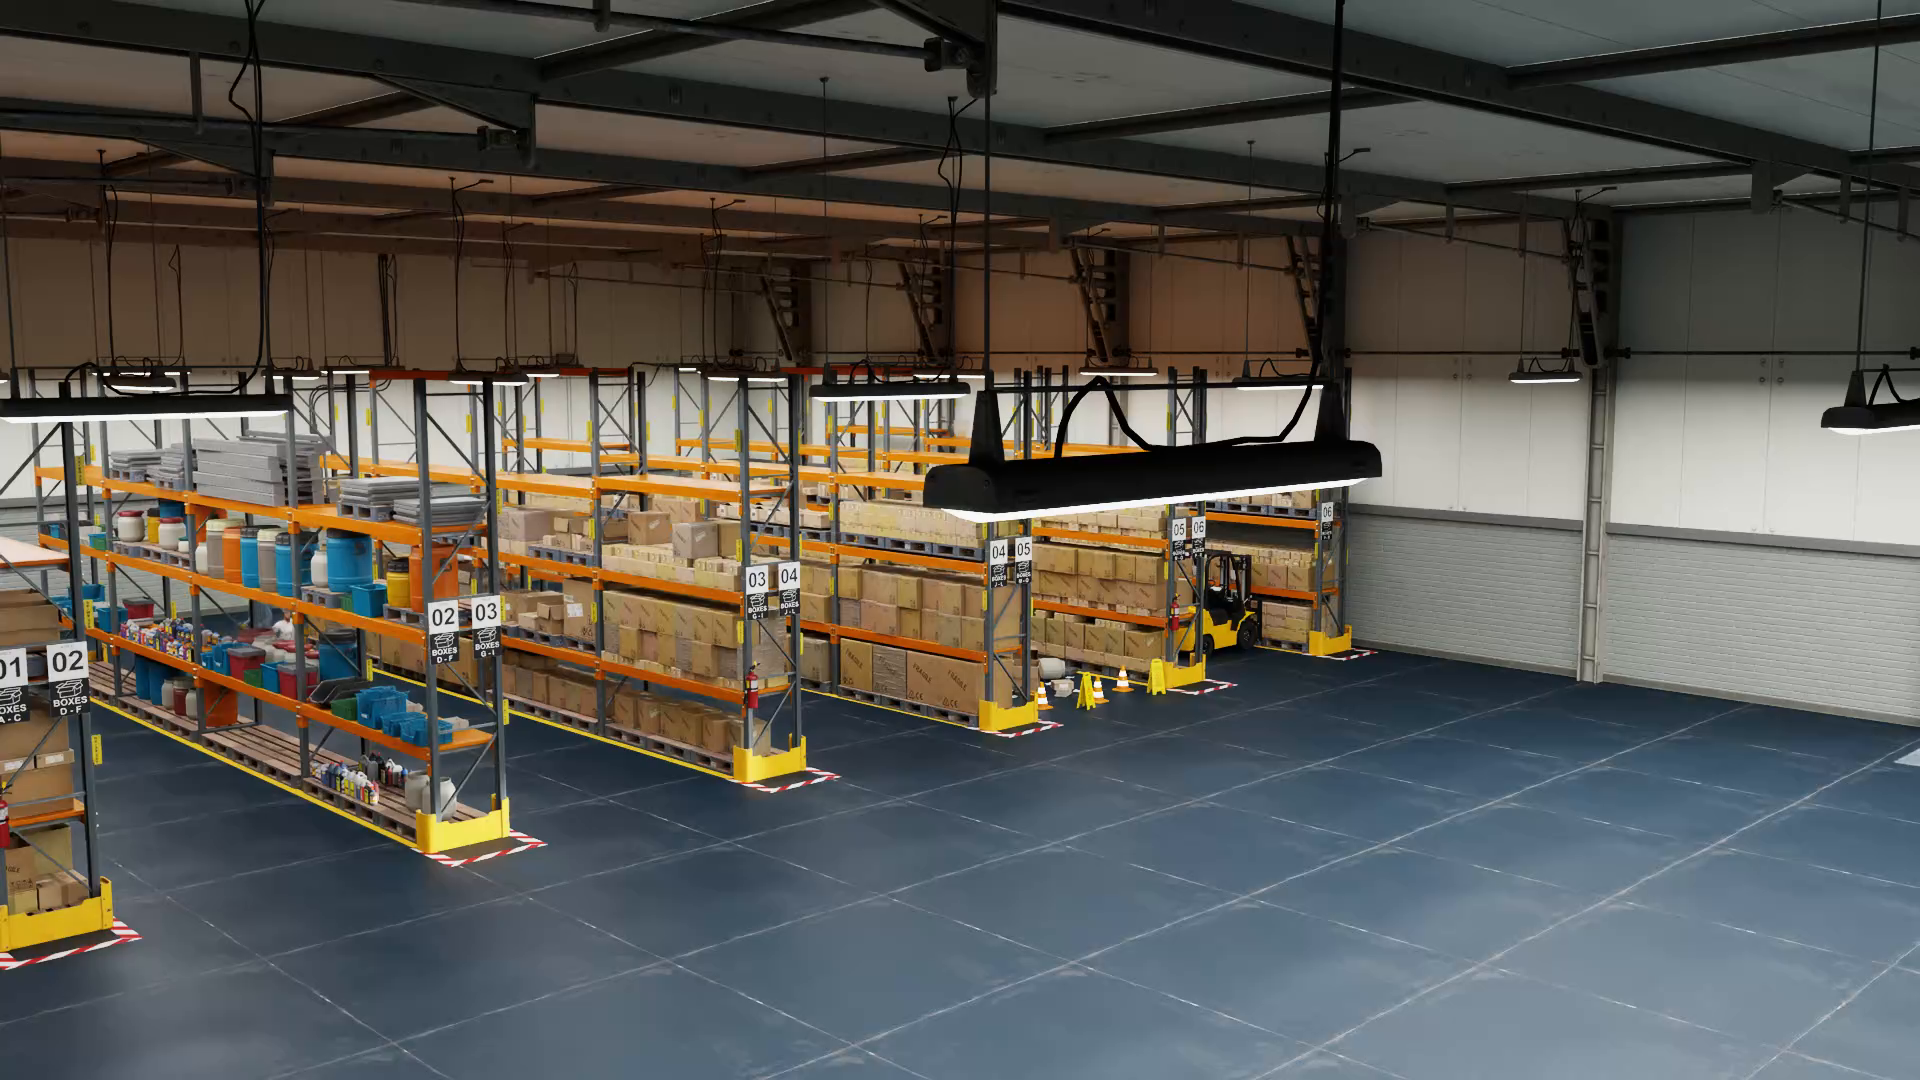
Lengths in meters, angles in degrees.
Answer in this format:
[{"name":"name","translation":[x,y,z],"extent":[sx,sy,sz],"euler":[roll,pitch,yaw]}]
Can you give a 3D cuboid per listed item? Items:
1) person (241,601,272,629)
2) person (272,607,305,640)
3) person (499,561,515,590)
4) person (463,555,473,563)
[{"name":"person","translation":[-15.497,1.341,36.662],"extent":[0.713,1.724,0.706],"euler":[-3,7,-24]},{"name":"person","translation":[-12.338,2.021,30.581],"extent":[0.610,1.689,0.860],"euler":[-6,9,-44]},{"name":"person","translation":[-11.106,0.850,40.441],"extent":[0.975,1.739,0.673],"euler":[-4,8,-33]},{"name":"person","translation":[-11.323,1.207,38.125],"extent":[0.750,1.755,0.846],"euler":[-2,7,-17]}]
